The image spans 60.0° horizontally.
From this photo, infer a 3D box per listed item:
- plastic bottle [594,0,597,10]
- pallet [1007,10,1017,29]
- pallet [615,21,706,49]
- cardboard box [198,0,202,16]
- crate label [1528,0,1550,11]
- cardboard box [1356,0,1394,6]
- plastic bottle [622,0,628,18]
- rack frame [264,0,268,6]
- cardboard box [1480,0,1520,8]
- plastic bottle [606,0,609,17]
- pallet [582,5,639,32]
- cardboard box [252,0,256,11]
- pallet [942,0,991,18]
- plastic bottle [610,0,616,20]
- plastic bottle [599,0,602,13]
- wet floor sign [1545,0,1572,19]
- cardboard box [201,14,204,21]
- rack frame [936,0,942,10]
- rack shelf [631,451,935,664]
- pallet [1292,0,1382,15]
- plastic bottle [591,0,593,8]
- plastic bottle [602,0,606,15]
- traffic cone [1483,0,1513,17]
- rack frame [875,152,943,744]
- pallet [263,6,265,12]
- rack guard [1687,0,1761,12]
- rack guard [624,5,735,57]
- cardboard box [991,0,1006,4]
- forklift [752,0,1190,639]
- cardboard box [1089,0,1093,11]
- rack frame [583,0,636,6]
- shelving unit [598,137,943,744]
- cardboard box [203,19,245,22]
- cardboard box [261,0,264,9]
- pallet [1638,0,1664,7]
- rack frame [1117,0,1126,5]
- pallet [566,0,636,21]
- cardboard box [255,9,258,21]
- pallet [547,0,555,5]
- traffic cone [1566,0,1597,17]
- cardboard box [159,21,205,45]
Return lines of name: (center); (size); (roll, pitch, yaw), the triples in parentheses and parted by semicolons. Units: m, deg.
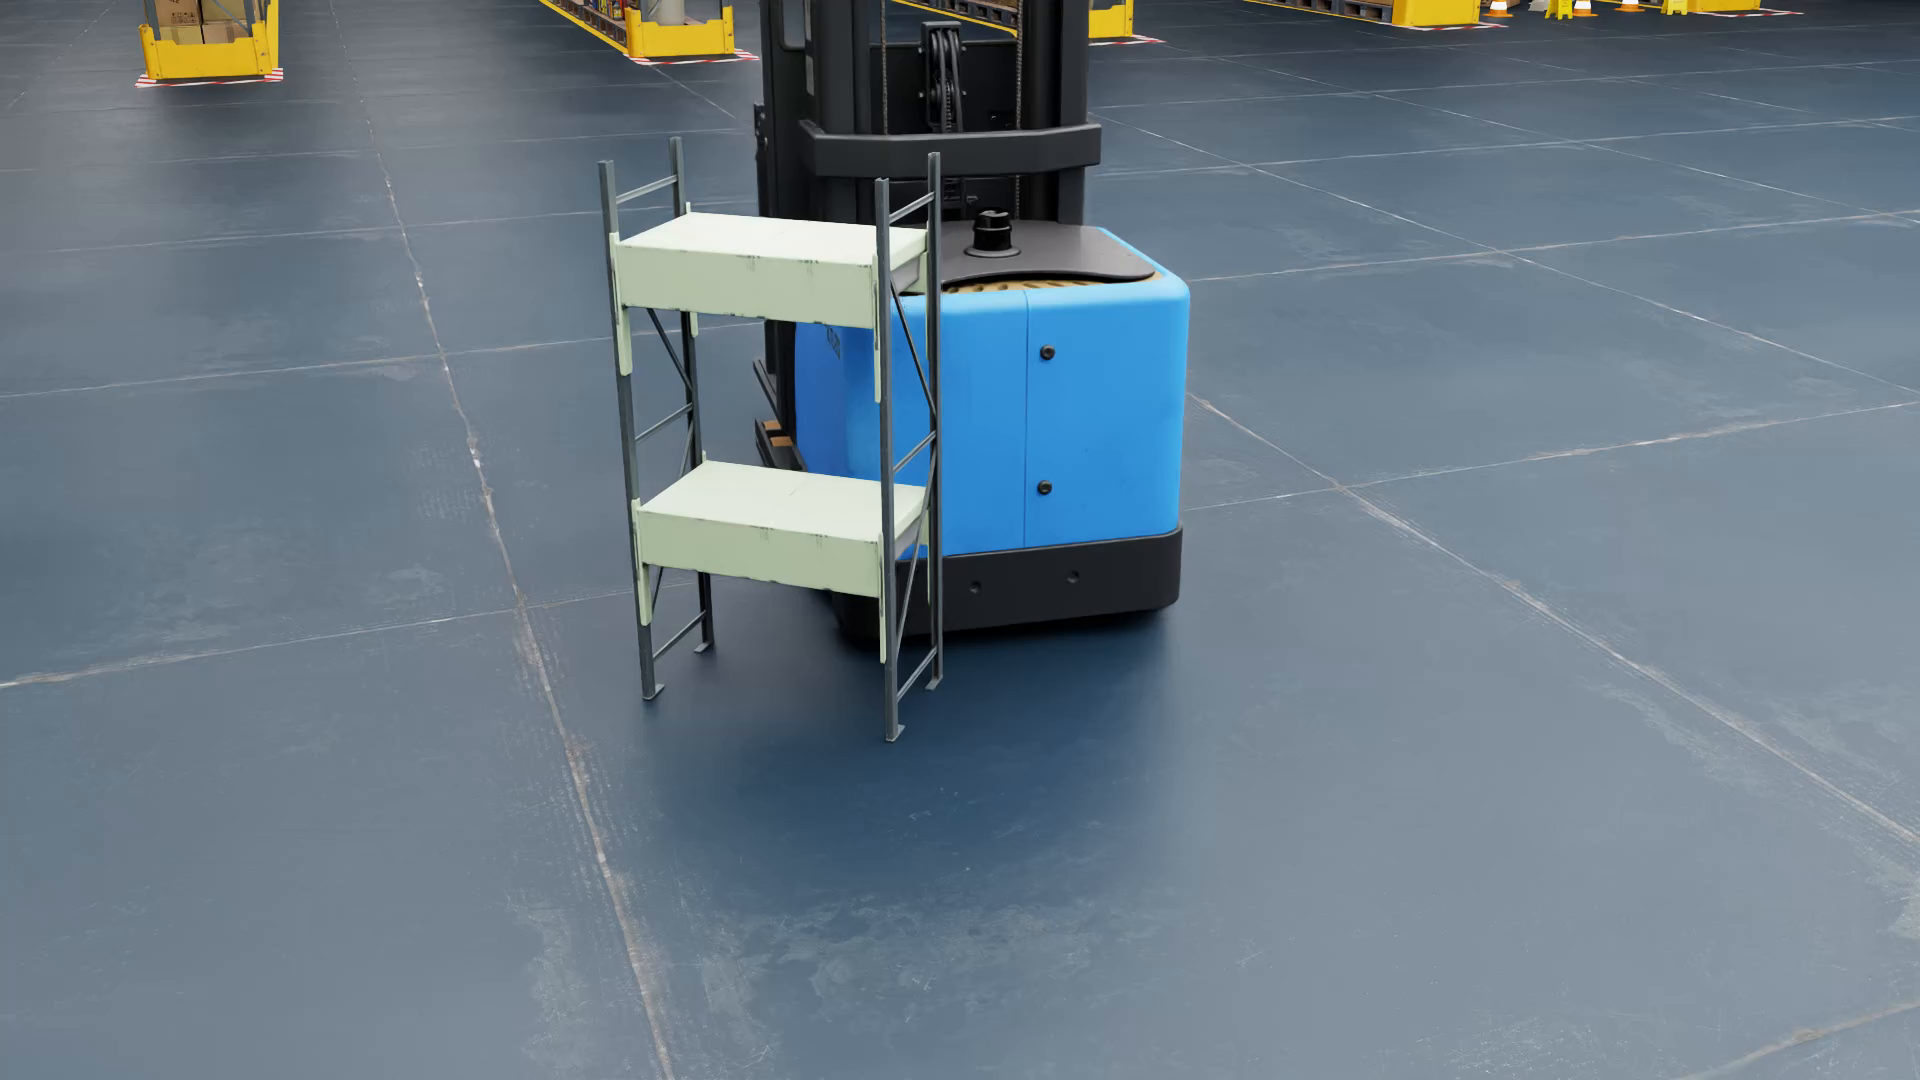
plastic bottle: (-4.591, -6.941, 21.200); (0.144, 0.351, 0.185); (-8, 24, -18)
pallet: (1.278, -6.578, 21.085); (1.003, 0.211, 1.213); (-8, 24, -19)
pallet: (-3.428, -5.888, 19.448); (1.003, 0.211, 1.213); (-8, 24, -19)
cardboard box: (-8.545, -5.965, 18.074); (0.500, 0.500, 0.500); (-8, 24, -19)
crate label: (8.217, -7.557, 23.502); (0.298, 0.136, 0.250); (18, 29, 36)
cardboard box: (5.933, -7.631, 22.188); (0.875, 0.875, 0.875); (-8, 24, -19)
plastic bottle: (-4.098, -6.524, 20.298); (0.061, 0.283, 0.133); (-8, 24, -19)
rack frame: (-10.536, -9.084, 23.441); (1.000, 3.000, 0.127); (-8, 24, -19)
cardboard box: (7.841, -8.036, 24.167); (0.637, 0.503, 0.797); (12, 26, 27)
plastic bottle: (-4.246, -6.556, 20.384); (0.152, 0.276, 0.135); (-9, 24, -20)
pallet: (-4.290, -6.775, 21.551); (1.003, 0.211, 1.213); (-8, 24, -19)
cardboard box: (-8.219, -6.220, 18.680); (0.500, 0.500, 0.500); (-8, 24, -19)
pallet: (0.416, -7.465, 23.189); (1.003, 0.211, 1.213); (-8, 24, -19)
plastic bottle: (-4.192, -6.454, 20.132); (0.061, 0.283, 0.133); (-8, 24, -18)
plastic bottle: (-4.505, -6.776, 20.895); (0.061, 0.283, 0.133); (-7, 24, -17)
wet floor sign: (8.097, -7.356, 22.371); (0.267, 0.644, 0.232); (-13, 26, -28)
cardboard box: (-8.542, -5.620, 18.221); (0.500, 0.250, 0.500); (-8, 24, -19)
rack frame: (0.146, -8.989, 23.215); (1.000, 3.000, 0.127); (-8, 24, -19)
rack shelf: (-0.471, 0.034, 4.578); (0.720, 0.370, 0.431); (8, 24, 17)
pallet: (5.452, -7.617, 23.549); (1.003, 0.211, 1.213); (-8, 24, -19)
plastic bottle: (-4.714, -6.973, 21.468); (0.097, 0.201, 0.097); (0, 23, 0)
plastic bottle: (-4.374, -6.718, 20.671); (0.144, 0.351, 0.185); (-9, 24, -19)
traffic cone: (7.376, -7.398, 22.707); (0.336, 0.463, 0.334); (-8, 24, -19)
rack frame: (-0.124, -0.221, 4.342); (0.023, 1.500, 0.400); (8, 24, 17)
pallet: (-10.282, -7.495, 23.261); (1.003, 0.211, 1.213); (-8, 24, -19)
rack guard: (10.803, -7.771, 23.543); (1.175, 0.500, 0.348); (-8, 24, -19)
rack guard: (-3.146, -5.725, 18.690); (1.175, 0.500, 0.348); (-8, 24, -19)
cardboard box: (0.752, -7.458, 22.260); (0.500, 0.500, 0.500); (-11, 25, -24)
forklift: (-0.174, -1.605, 5.785); (1.130, 2.935, 3.031); (-6, 23, -13)
cardboard box: (1.354, -6.806, 20.714); (0.500, 0.500, 0.500); (-4, 23, -9)
rack frame: (-4.488, -8.309, 21.602); (1.000, 3.000, 0.127); (-8, 24, -19)
shelving unit: (-0.471, -0.266, 4.451); (0.755, 1.500, 0.431); (8, 24, 17)
cardboard box: (-7.872, -5.511, 17.962); (0.500, 0.250, 0.500); (-8, 24, -19)
cardboard box: (-9.213, -6.924, 21.315); (0.500, 0.250, 0.500); (-8, 24, -18)
pallet: (10.549, -7.938, 24.311); (1.003, 0.211, 1.213); (-8, 24, -19)
rack frame: (1.559, -7.535, 19.766); (1.000, 3.000, 0.127); (-8, 24, -19)
pallet: (-4.802, -7.304, 22.808); (1.003, 0.211, 1.213); (-8, 24, -19)
cardboard box: (-8.220, -5.875, 18.826); (0.500, 0.250, 0.500); (-8, 24, -19)
pallet: (-5.664, -8.191, 24.912); (1.003, 0.211, 1.213); (-8, 24, -19)
traffic cone: (8.553, -7.430, 22.781); (0.336, 0.463, 0.334); (-8, 24, -19)
cardboard box: (-8.176, -5.258, 17.363); (0.500, 0.250, 0.500); (-8, 24, -19)
